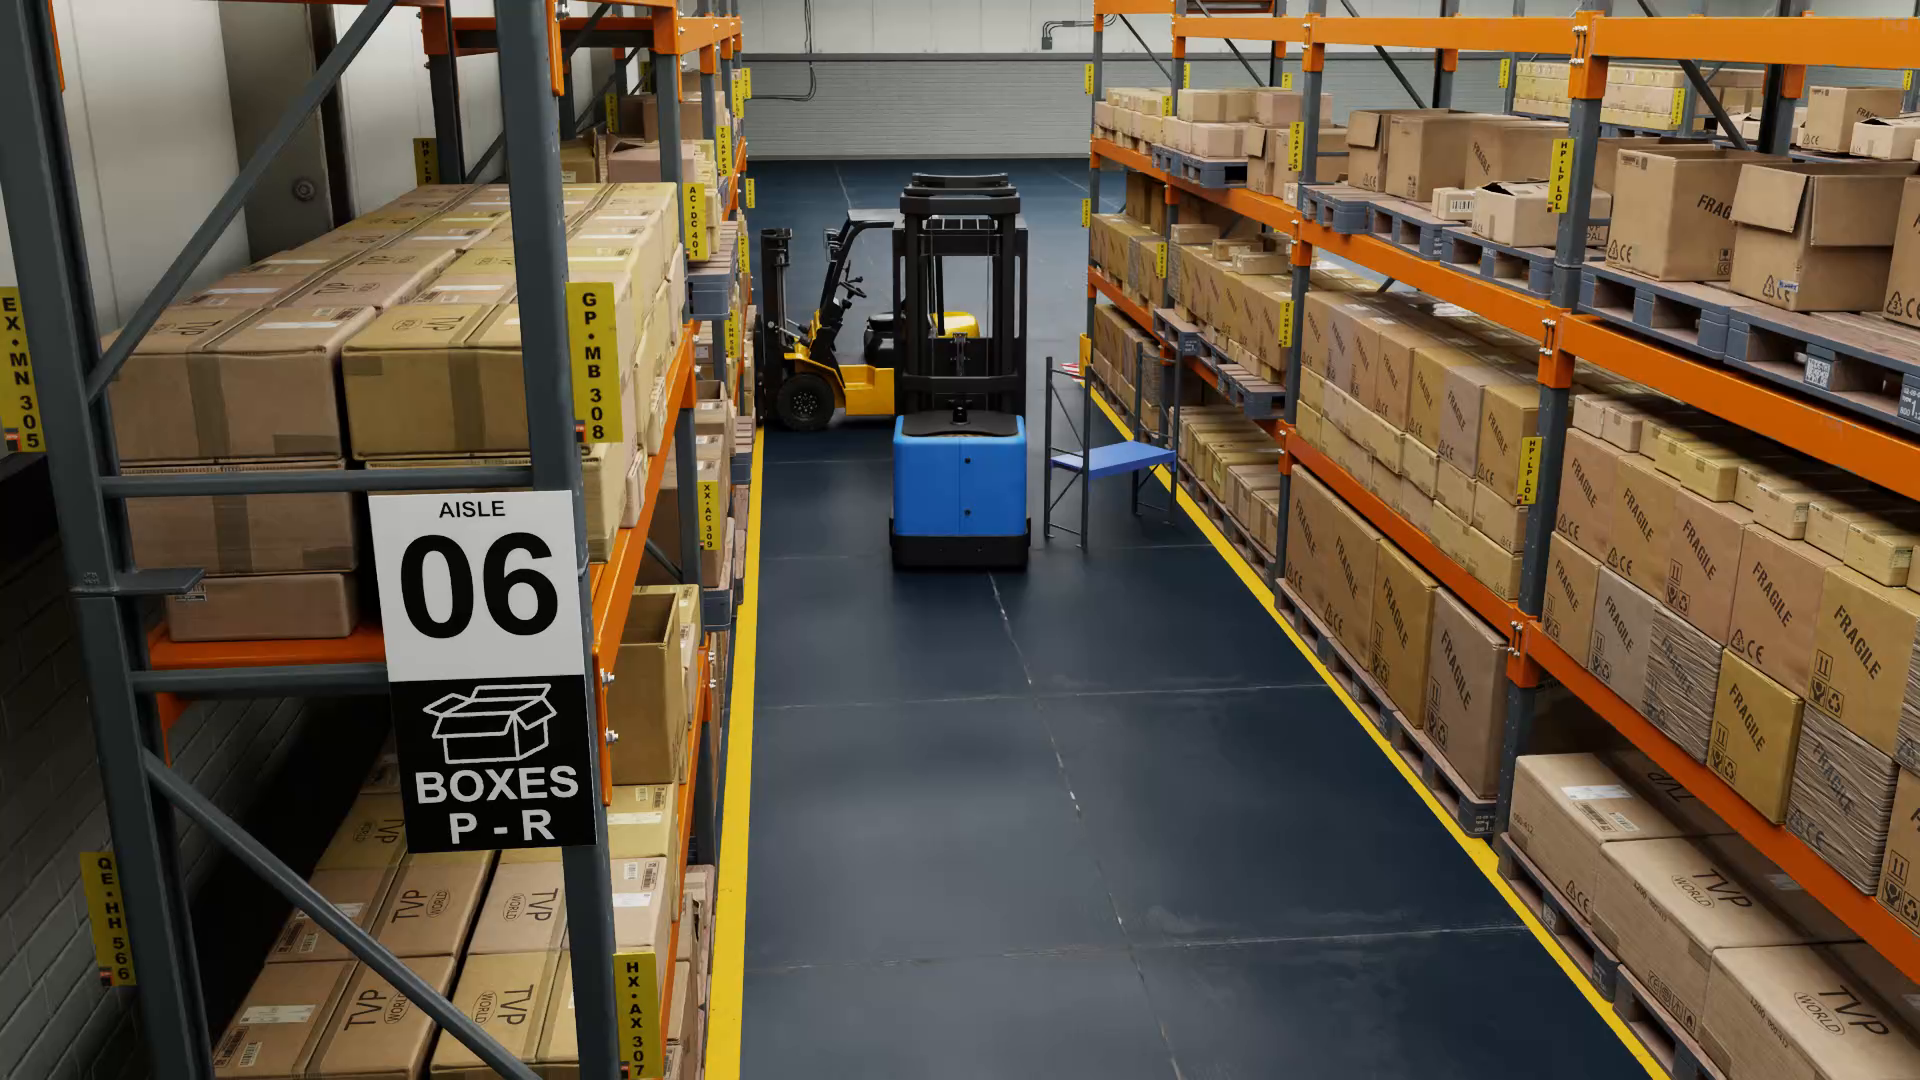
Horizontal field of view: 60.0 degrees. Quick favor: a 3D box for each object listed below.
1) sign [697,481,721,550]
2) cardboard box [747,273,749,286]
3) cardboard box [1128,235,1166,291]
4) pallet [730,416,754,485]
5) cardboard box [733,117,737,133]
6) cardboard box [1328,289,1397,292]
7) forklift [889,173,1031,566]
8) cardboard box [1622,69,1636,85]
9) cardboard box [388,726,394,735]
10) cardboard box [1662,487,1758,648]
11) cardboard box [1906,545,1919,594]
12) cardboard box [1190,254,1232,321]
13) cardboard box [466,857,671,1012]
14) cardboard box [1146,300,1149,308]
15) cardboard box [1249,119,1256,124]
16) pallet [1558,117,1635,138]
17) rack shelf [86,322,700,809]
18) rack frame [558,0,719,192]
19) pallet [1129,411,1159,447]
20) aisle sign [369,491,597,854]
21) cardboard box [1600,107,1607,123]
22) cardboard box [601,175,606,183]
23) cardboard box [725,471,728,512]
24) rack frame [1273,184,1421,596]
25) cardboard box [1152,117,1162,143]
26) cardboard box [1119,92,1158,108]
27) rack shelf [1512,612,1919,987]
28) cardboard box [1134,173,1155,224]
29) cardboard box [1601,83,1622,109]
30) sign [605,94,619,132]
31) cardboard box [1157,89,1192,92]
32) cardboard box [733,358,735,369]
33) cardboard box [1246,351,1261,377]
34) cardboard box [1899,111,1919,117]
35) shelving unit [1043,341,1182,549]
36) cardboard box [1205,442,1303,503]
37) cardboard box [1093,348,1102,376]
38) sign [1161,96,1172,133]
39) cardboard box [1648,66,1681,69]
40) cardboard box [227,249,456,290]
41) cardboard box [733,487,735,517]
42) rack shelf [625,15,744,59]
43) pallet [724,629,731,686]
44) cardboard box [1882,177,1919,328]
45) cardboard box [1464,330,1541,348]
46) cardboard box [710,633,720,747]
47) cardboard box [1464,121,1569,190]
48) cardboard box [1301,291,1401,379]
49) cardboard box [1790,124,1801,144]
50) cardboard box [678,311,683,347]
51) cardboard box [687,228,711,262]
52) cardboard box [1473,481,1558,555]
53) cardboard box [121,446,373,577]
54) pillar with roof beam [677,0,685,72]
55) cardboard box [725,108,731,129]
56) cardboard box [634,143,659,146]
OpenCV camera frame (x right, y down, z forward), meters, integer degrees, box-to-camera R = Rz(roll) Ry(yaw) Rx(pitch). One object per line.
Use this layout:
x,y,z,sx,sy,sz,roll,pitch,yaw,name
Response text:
-1.147,-0.112,7.579,0.100,0.325,0.005,-2,18,-6,sign
-2.567,-3.009,18.087,0.500,0.500,0.500,-1,17,-4,cardboard box
2.015,-2.839,17.050,0.500,0.500,0.500,-1,17,-4,cardboard box
-1.959,-0.580,10.837,1.213,0.211,1.003,-2,18,-6,pallet
-2.354,-3.955,15.540,0.500,0.311,0.500,-1,17,-5,cardboard box
3.022,-1.557,12.264,0.500,0.500,0.500,-2,18,-7,cardboard box
0.001,-1.586,13.835,1.130,2.935,3.031,0,17,0,forklift
6.908,-4.664,16.737,0.380,0.149,0.250,-1,17,-5,cardboard box
-1.793,0.709,6.164,0.500,0.250,0.500,-1,17,-4,cardboard box
3.147,0.094,6.532,0.500,0.500,0.500,-1,17,-5,cardboard box
3.325,0.117,5.377,0.380,0.149,0.250,-2,18,-6,cardboard box
2.279,-2.162,14.191,0.500,0.500,0.500,-2,18,-6,cardboard box
-1.104,1.148,4.766,0.500,0.250,0.500,-2,17,-5,cardboard box
2.096,-2.413,16.774,0.380,0.149,0.250,-2,18,-6,cardboard box
2.677,-3.457,14.222,0.500,0.250,0.500,-2,17,-5,cardboard box
7.142,-4.396,17.812,1.003,0.211,1.213,-2,18,-6,pallet
-1.480,-0.171,5.409,1.077,0.370,4.000,-2,18,-6,rack shelf
-2.098,-3.733,10.546,1.000,3.000,0.127,-2,18,-6,rack frame
2.321,-1.086,16.784,1.003,0.211,1.213,-2,18,-6,pallet
-0.974,0.283,3.427,0.394,0.787,0.004,-2,18,-6,aisle sign
6.850,-4.438,17.349,0.380,0.149,0.250,-2,18,-6,cardboard box
-1.934,-1.695,8.114,0.380,0.149,0.250,-1,17,-4,cardboard box
-1.447,-0.241,8.962,0.396,0.266,0.258,-1,17,-3,cardboard box
2.838,-1.026,11.936,1.000,3.000,0.127,-2,18,-6,rack frame
2.112,-3.843,15.655,0.500,0.250,0.500,-2,18,-6,cardboard box
1.872,-4.609,17.432,0.380,0.149,0.250,-1,17,-4,cardboard box
3.457,1.105,6.350,1.077,0.370,4.000,-2,18,-6,rack shelf
2.328,-3.779,18.375,0.700,0.500,0.500,-2,18,-5,cardboard box
6.931,-4.588,17.162,0.500,0.250,0.500,-2,18,-6,cardboard box
-3.063,-3.761,14.646,0.100,0.325,0.005,-2,18,-6,sign
2.375,-4.856,18.216,0.380,0.149,0.250,-2,18,-6,cardboard box
-1.988,-1.484,12.811,0.500,0.250,0.500,-2,18,-7,cardboard box
2.400,-1.348,12.681,0.380,0.149,0.250,-2,18,-6,cardboard box
7.791,-3.370,13.677,0.500,0.311,0.500,-2,18,-7,cardboard box
1.258,-0.799,13.718,1.048,1.500,0.538,-14,22,-37,shelving unit
2.633,-0.587,14.224,0.950,0.372,0.625,-1,17,-4,cardboard box
1.821,-2.049,19.084,0.500,0.250,0.500,-2,18,-6,cardboard box
1.887,-3.876,15.145,0.100,0.325,0.005,-2,18,-6,sign
7.483,-4.912,17.529,0.380,0.149,0.250,-2,18,-6,cardboard box
-1.713,-0.660,4.682,0.500,0.250,0.500,-2,18,-5,cardboard box
-2.294,-0.520,13.588,0.875,0.625,0.625,-3,18,-8,cardboard box
-2.717,-4.987,16.407,1.077,0.370,4.000,-2,18,-6,rack shelf
-2.059,0.683,11.150,1.003,0.211,1.213,-2,18,-6,pallet
3.605,-0.974,5.730,0.500,0.500,0.500,-1,17,-5,cardboard box
3.303,-0.953,9.868,0.500,0.500,0.500,-2,18,-7,cardboard box
-1.624,0.855,9.419,0.500,0.500,0.500,-2,18,-7,cardboard box
3.309,-2.189,9.765,0.500,0.500,0.500,-2,18,-5,cardboard box
2.646,-1.396,11.279,0.500,0.500,0.500,-2,18,-7,cardboard box
7.225,-3.534,14.470,0.380,0.149,0.250,-2,18,-6,cardboard box
-1.355,-0.893,6.924,0.380,0.149,0.250,-2,18,-6,cardboard box
-1.321,-1.340,7.481,0.380,0.149,0.250,-2,17,-5,cardboard box
2.964,-0.125,8.482,0.500,0.250,0.500,-2,18,-6,cardboard box
-1.590,-0.113,3.776,0.500,0.250,0.500,-2,18,-7,cardboard box
-0.704,-9.590,29.200,9.100,9.000,0.400,-2,18,-6,pillar with roof beam
-2.194,-3.491,14.063,0.500,0.311,0.500,-2,18,-7,cardboard box
-1.847,-2.388,10.356,0.380,0.149,0.250,-2,18,-8,cardboard box
